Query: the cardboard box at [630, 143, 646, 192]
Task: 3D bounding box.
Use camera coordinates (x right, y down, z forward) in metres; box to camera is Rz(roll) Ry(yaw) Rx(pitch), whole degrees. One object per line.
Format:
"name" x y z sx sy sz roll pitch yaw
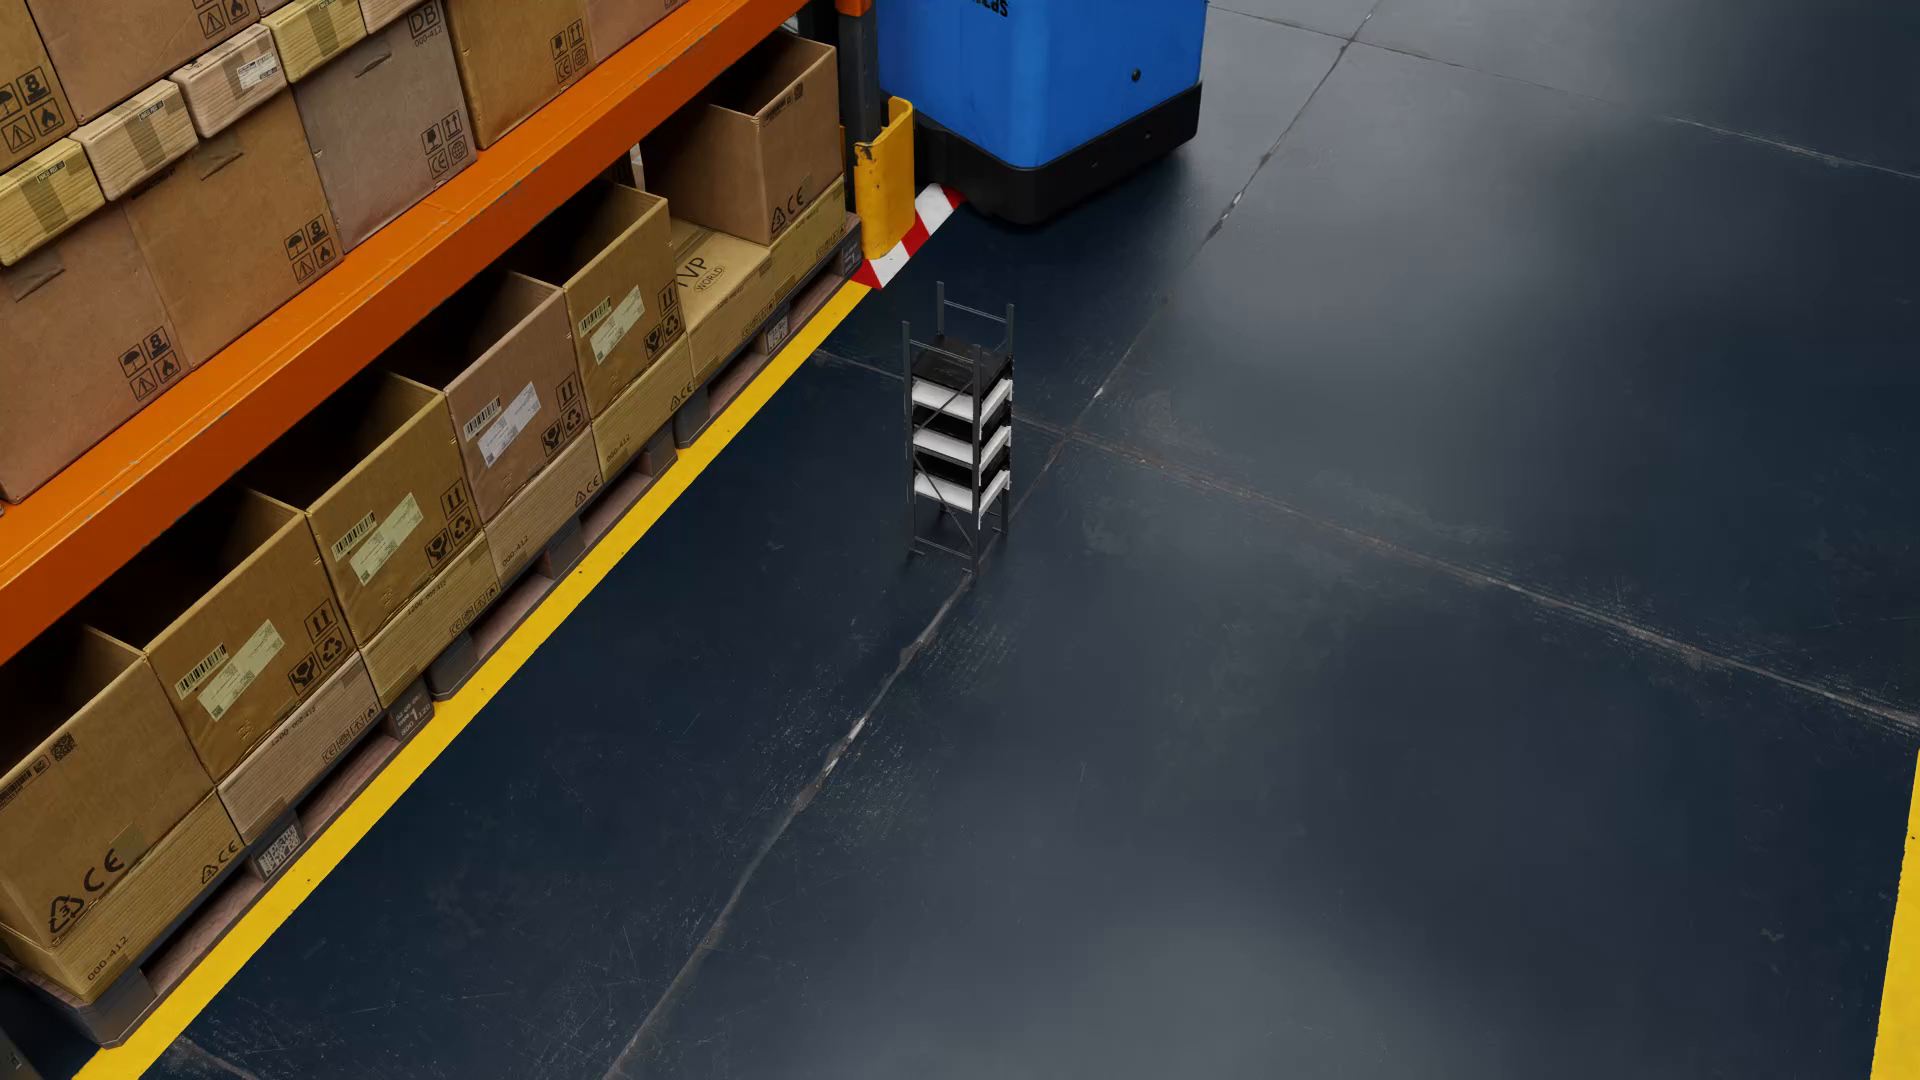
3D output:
"cardboard box" -1.205 -1.301 6.065 0.500 0.250 0.500 20 49 19

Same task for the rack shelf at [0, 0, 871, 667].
"rack shelf" -1.687 -0.872 4.508 1.077 0.370 4.000 20 49 19

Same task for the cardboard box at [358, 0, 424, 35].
"cardboard box" -1.486 -1.366 3.965 0.380 0.149 0.250 20 49 19

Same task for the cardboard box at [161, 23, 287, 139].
"cardboard box" -1.725 -1.046 3.649 0.380 0.149 0.250 19 48 18

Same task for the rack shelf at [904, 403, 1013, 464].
"rack shelf" -0.004 -0.351 4.885 0.258 0.077 0.200 20 49 19

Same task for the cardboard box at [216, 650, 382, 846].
"cardboard box" -1.895 0.449 4.335 0.500 0.250 0.500 20 49 19

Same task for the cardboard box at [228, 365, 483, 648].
"cardboard box" -1.659 -0.128 4.378 0.500 0.500 0.500 20 49 19

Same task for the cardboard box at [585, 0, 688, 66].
"cardboard box" -1.227 -1.797 4.847 0.700 0.500 0.500 22 49 20

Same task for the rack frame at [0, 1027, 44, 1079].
"rack frame" -2.613 0.136 3.006 0.949 2.616 0.053 20 49 19

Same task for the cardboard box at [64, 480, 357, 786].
"cardboard box" -1.898 0.184 4.070 0.500 0.500 0.500 20 49 19

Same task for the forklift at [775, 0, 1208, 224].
"forklift" -0.397 -3.197 6.349 1.130 2.935 3.031 -33 54 -28

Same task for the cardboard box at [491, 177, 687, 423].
"cardboard box" -1.196 -0.758 5.001 0.500 0.500 0.500 20 49 19

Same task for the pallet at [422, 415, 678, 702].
"pallet" -1.644 -0.143 5.243 1.003 0.211 1.213 20 49 19

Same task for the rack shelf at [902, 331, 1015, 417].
"rack shelf" -0.004 -0.478 4.757 0.258 0.077 0.200 20 49 19

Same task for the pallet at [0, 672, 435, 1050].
"pallet" -2.210 0.628 4.481 1.003 0.211 1.213 20 49 19

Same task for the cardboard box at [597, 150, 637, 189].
"cardboard box" -1.435 -1.249 5.486 0.500 0.500 0.500 20 49 19

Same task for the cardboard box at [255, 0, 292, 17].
"cardboard box" -1.717 -1.586 3.726 0.700 0.500 0.500 20 49 19

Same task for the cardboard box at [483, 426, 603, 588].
"cardboard box" -1.432 -0.181 4.958 0.500 0.250 0.500 20 49 19

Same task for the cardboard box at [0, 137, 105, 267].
"cardboard box" -1.964 -0.720 3.326 0.380 0.149 0.250 20 49 19

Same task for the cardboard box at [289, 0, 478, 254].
"cardboard box" -1.703 -1.154 4.211 0.700 0.500 0.500 22 49 20

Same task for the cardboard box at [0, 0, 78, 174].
"cardboard box" -2.182 -0.956 3.104 0.700 0.500 0.500 20 49 19

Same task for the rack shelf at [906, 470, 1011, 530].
"rack shelf" -0.004 -0.161 5.077 0.258 0.077 0.200 20 49 19

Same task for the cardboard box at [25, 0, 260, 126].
"cardboard box" -1.949 -1.272 3.415 0.700 0.500 0.500 20 49 19

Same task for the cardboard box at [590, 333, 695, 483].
"cardboard box" -1.198 -0.496 5.269 0.500 0.250 0.500 20 49 19

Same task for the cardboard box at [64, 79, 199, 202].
"cardboard box" -1.846 -0.877 3.482 0.380 0.149 0.250 19 48 18

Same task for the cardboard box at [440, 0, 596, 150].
"cardboard box" -1.462 -1.487 4.540 0.700 0.500 0.500 21 49 19

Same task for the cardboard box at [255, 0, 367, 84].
"cardboard box" -1.604 -1.210 3.811 0.380 0.149 0.250 20 49 19

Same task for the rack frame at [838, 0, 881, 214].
"rack frame" -0.759 -2.385 5.498 1.000 3.000 0.127 20 49 19

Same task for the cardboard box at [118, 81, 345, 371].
"cardboard box" -1.940 -0.831 3.892 0.700 0.500 0.500 21 49 20

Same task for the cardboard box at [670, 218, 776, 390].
"cardboard box" -0.968 -0.811 5.581 0.500 0.250 0.500 20 49 19

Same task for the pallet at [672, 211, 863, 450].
"pallet" -1.077 -0.909 6.000 1.003 0.211 1.213 20 49 19

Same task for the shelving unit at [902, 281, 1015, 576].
"shelving unit" -0.004 -0.311 4.925 0.258 0.900 0.210 20 49 19

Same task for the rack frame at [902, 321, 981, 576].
"rack frame" -0.051 -0.247 4.862 0.240 0.900 0.006 20 49 19

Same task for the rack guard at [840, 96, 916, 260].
"rack guard" -0.748 -1.521 6.402 1.175 0.500 0.348 20 49 19

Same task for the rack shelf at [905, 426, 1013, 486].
"rack shelf" -0.004 -0.288 4.949 0.258 0.077 0.200 20 49 19

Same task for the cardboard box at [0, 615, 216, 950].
"cardboard box" -2.123 0.502 3.756 0.500 0.500 0.500 20 49 19

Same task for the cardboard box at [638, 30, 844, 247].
"cardboard box" -0.744 -1.393 5.629 0.500 0.500 0.500 20 49 19

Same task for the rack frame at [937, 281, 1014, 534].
"rack frame" 0.043 -0.375 4.988 0.240 0.900 0.006 20 49 19

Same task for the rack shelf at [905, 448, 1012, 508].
"rack shelf" -0.004 -0.225 5.013 0.258 0.077 0.200 20 49 19

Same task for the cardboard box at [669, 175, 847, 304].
"cardboard box" -0.746 -1.130 5.896 0.500 0.250 0.500 20 49 19

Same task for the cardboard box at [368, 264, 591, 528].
"cardboard box" -1.429 -0.444 4.690 0.500 0.500 0.500 20 49 19

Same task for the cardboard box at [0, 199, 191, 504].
"cardboard box" -2.176 -0.516 3.581 0.700 0.500 0.500 20 49 19

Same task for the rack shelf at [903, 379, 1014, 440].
"rack shelf" -0.004 -0.414 4.821 0.258 0.077 0.200 20 49 19

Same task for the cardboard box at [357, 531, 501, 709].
"cardboard box" -1.659 0.136 4.645 0.500 0.250 0.500 20 49 19

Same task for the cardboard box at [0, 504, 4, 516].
"cardboard box" -2.415 -0.181 3.250 0.700 0.500 0.500 19 48 18

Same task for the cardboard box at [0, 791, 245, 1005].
"cardboard box" -2.132 0.762 4.026 0.500 0.250 0.500 20 49 19
